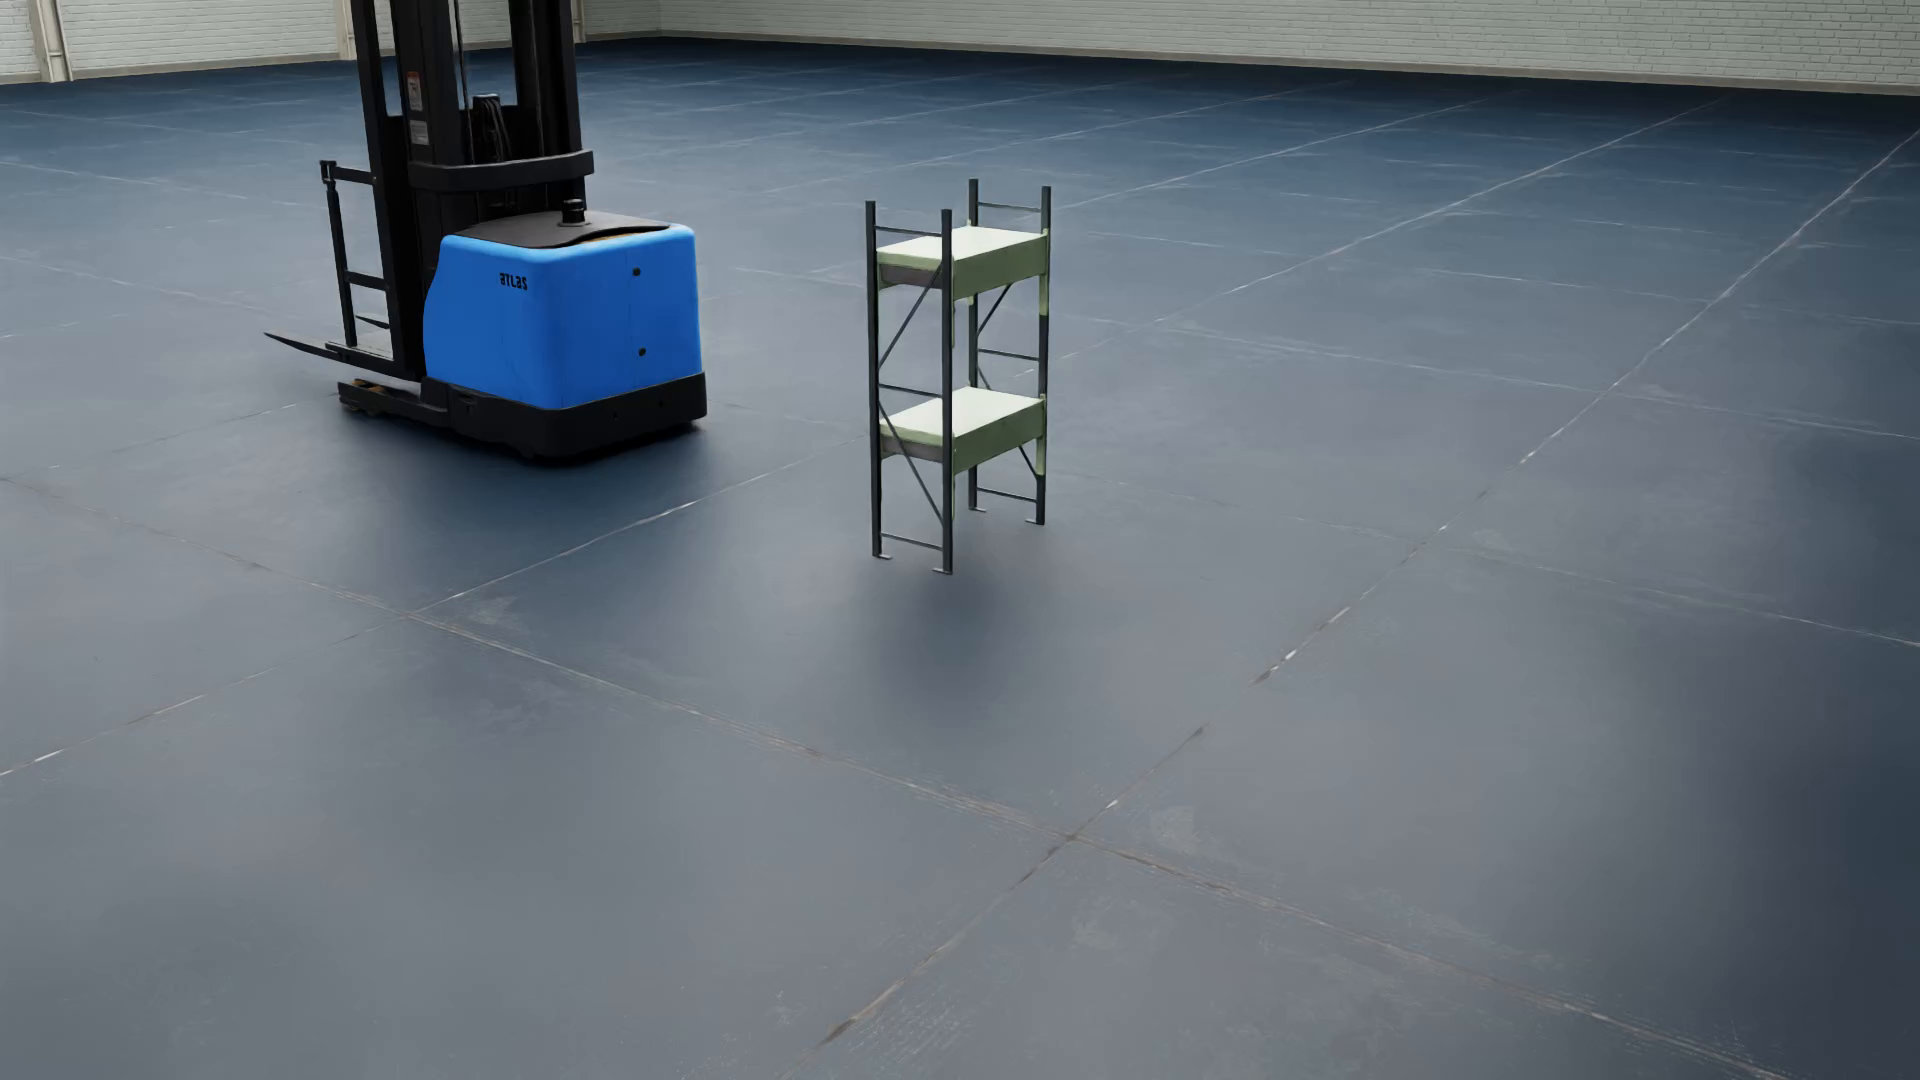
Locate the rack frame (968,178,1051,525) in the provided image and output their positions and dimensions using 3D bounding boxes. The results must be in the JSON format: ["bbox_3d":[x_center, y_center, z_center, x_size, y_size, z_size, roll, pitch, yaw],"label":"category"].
[{"bbox_3d":[0.209,-0.810,7.294,0.400,1.500,0.023,13,24,32],"label":"rack frame"}]

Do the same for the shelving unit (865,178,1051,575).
[{"bbox_3d":[0.004,-0.705,7.010,0.431,1.500,0.755,13,24,32],"label":"shelving unit"}]

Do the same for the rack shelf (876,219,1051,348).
[{"bbox_3d":[0.004,-1.071,6.875,0.431,0.370,0.720,13,24,32],"label":"rack shelf"}]

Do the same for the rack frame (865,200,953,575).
[{"bbox_3d":[-0.202,-0.600,6.726,0.400,1.500,0.023,13,24,32],"label":"rack frame"}]

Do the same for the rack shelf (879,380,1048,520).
[{"bbox_3d":[0.004,-0.400,7.123,0.431,0.370,0.720,13,24,32],"label":"rack shelf"}]

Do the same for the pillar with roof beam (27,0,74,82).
[{"bbox_3d":[-11.959,-11.273,24.769,9.100,9.000,0.400,13,24,32],"label":"pillar with roof beam"}]

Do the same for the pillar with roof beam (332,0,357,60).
[{"bbox_3d":[-8.586,-12.994,29.423,9.100,9.000,0.400,13,24,32],"label":"pillar with roof beam"}]

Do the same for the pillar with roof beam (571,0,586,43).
[{"bbox_3d":[-5.213,-14.716,34.077,9.100,9.000,0.400,13,24,32],"label":"pillar with roof beam"}]

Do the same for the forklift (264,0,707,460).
[{"bbox_3d":[-2.807,-2.173,8.916,3.031,2.935,1.130,16,26,36],"label":"forklift"}]
